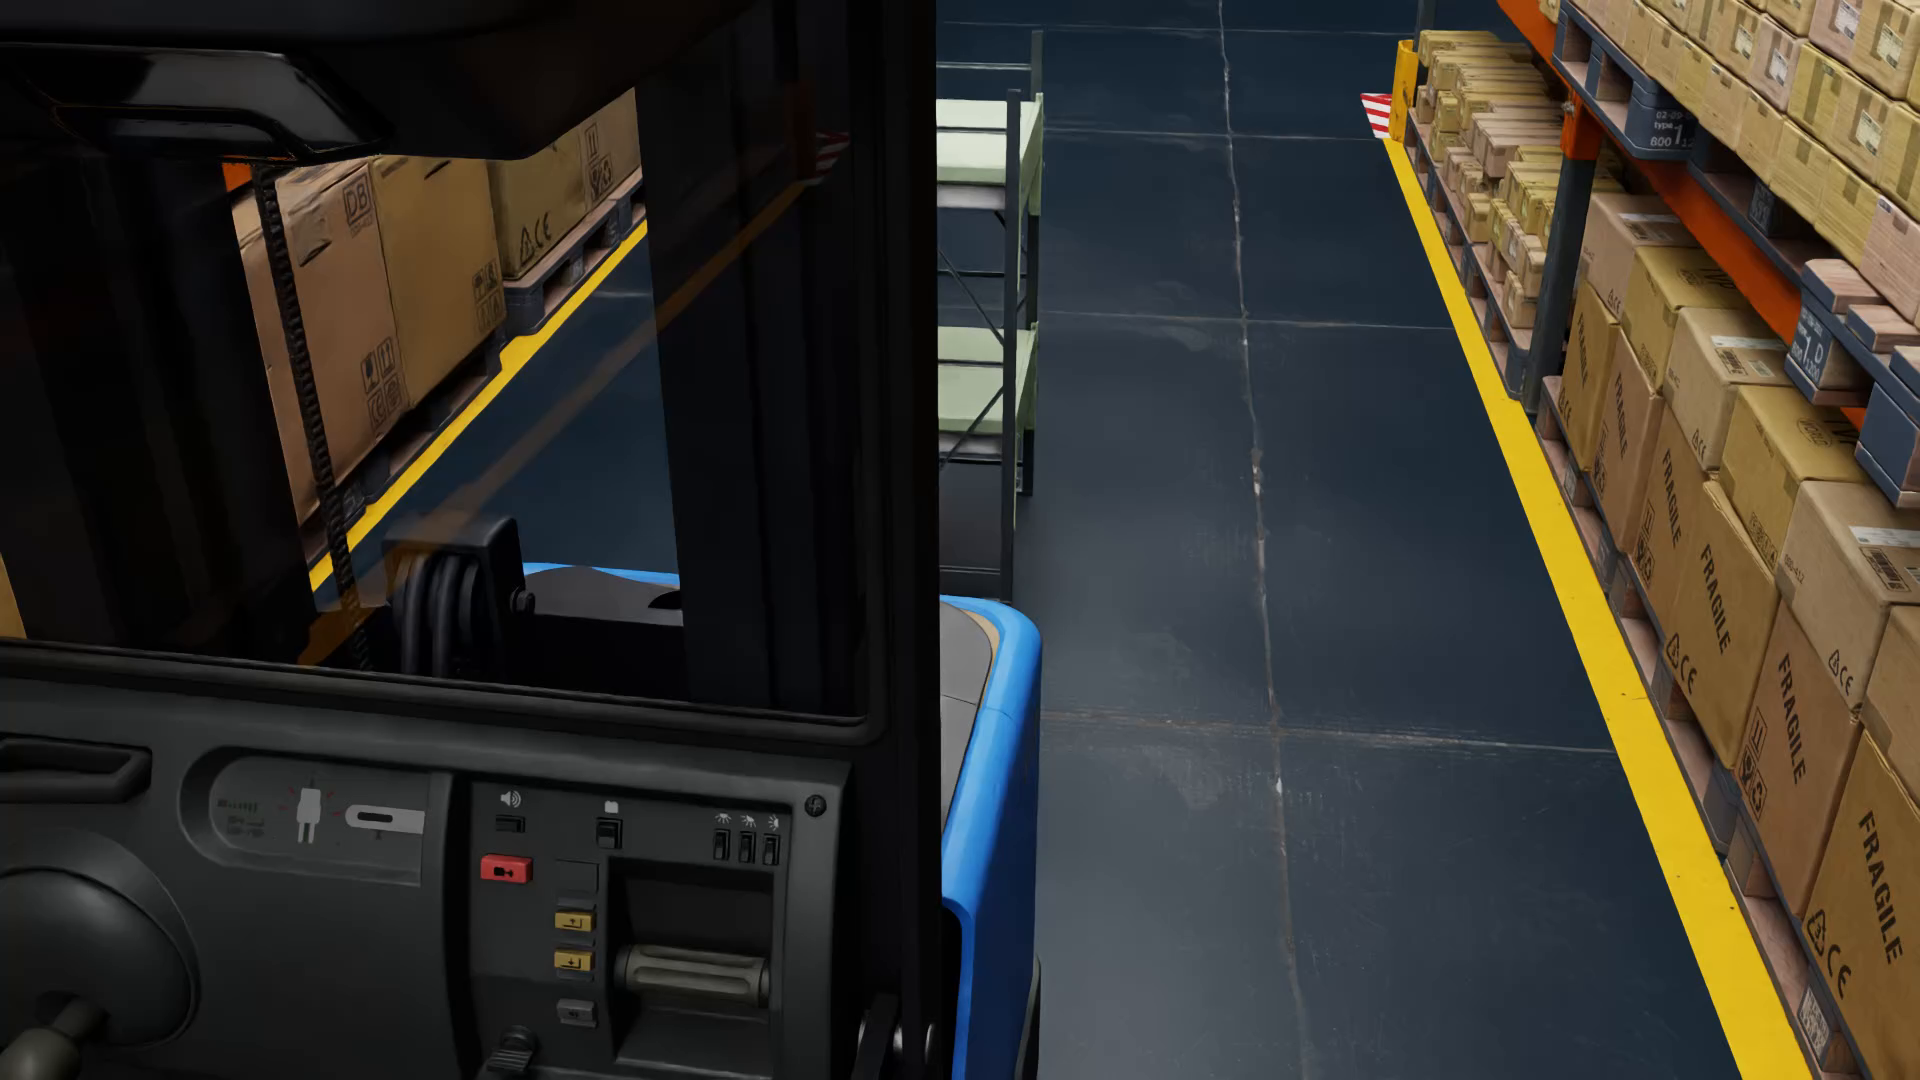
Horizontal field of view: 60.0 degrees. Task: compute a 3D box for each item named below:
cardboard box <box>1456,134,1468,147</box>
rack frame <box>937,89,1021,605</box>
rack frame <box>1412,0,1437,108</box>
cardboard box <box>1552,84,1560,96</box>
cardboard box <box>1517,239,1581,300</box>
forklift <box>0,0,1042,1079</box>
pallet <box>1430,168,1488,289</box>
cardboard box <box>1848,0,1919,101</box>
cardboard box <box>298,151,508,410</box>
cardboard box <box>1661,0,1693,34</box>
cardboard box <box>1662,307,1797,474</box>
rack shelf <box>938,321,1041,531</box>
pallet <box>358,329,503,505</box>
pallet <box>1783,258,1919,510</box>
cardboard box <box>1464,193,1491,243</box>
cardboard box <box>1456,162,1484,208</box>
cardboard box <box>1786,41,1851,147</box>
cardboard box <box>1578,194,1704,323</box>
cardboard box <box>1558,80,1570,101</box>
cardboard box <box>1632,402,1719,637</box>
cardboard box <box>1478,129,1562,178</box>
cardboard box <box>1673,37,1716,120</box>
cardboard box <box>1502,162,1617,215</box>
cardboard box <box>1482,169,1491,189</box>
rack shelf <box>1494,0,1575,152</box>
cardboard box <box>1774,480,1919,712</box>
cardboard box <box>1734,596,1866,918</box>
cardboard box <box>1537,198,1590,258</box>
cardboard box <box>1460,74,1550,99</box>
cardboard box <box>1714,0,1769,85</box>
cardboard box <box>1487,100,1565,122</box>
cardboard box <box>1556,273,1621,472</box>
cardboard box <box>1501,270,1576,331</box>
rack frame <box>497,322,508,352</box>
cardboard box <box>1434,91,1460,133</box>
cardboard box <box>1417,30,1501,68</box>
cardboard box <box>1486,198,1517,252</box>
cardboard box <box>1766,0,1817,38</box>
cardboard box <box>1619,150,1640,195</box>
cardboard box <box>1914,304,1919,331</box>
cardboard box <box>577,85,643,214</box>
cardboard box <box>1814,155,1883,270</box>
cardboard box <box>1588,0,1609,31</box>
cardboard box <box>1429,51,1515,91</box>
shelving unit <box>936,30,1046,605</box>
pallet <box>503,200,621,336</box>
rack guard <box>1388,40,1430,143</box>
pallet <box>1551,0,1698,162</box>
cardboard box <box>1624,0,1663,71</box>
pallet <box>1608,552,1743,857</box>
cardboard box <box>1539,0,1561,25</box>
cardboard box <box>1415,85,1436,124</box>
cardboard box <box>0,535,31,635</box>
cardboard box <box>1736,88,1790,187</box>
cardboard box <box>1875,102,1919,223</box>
[{"bbox_3d":[2.636,-1.877,8.134,0.380,0.149,0.250,3,29,6],"label":"cardboard box"},{"bbox_3d":[-0.046,-0.485,4.569,0.400,1.500,0.023,3,28,6],"label":"rack frame"},{"bbox_3d":[3.069,-3.660,8.881,1.000,3.000,0.127,3,28,6],"label":"rack frame"},{"bbox_3d":[3.225,-2.211,8.440,0.380,0.149,0.250,2,28,4],"label":"cardboard box"},{"bbox_3d":[2.302,-1.004,6.201,0.380,0.149,0.250,4,29,7],"label":"cardboard box"},{"bbox_3d":[-0.601,0.408,1.403,1.130,2.935,3.031,5,29,8],"label":"forklift"},{"bbox_3d":[2.773,-1.443,7.707,1.003,0.211,1.213,3,28,6],"label":"pallet"},{"bbox_3d":[1.788,-0.855,2.869,0.380,0.149,0.250,4,29,8],"label":"cardboard box"},{"bbox_3d":[-2.390,-1.060,5.852,1.225,0.875,0.875,3,29,6],"label":"cardboard box"},{"bbox_3d":[1.951,-1.330,4.065,0.380,0.149,0.250,4,29,8],"label":"cardboard box"},{"bbox_3d":[2.096,-0.368,4.173,0.500,0.250,0.500,4,29,8],"label":"cardboard box"},{"bbox_3d":[-0.001,-0.370,5.043,0.431,0.370,0.720,3,28,6],"label":"rack shelf"},{"bbox_3d":[-2.351,-0.518,5.988,1.003,0.211,1.213,3,28,6],"label":"pallet"},{"bbox_3d":[2.070,-0.151,2.570,1.213,0.211,1.003,3,28,6],"label":"pallet"},{"bbox_3d":[2.415,-1.398,7.246,0.380,0.149,0.250,3,28,6],"label":"cardboard box"},{"bbox_3d":[2.511,-1.633,7.681,0.380,0.149,0.250,3,28,6],"label":"cardboard box"},{"bbox_3d":[1.822,-0.843,3.160,0.380,0.149,0.250,3,28,6],"label":"cardboard box"},{"bbox_3d":[2.226,-0.859,5.084,0.500,0.250,0.500,2,28,4],"label":"cardboard box"},{"bbox_3d":[3.167,-2.225,8.153,0.380,0.149,0.250,2,28,4],"label":"cardboard box"},{"bbox_3d":[2.111,-0.032,4.340,0.500,0.500,0.500,4,29,7],"label":"cardboard box"},{"bbox_3d":[2.430,-1.642,7.071,0.380,0.149,0.250,2,28,4],"label":"cardboard box"},{"bbox_3d":[1.919,-1.078,3.910,0.380,0.149,0.250,3,28,5],"label":"cardboard box"},{"bbox_3d":[2.379,-1.391,6.606,0.380,0.149,0.250,3,28,6],"label":"cardboard box"},{"bbox_3d":[2.531,-1.618,7.340,0.380,0.149,0.250,2,28,4],"label":"cardboard box"},{"bbox_3d":[2.824,-2.402,7.304,1.077,0.370,4.000,3,28,6],"label":"rack shelf"},{"bbox_3d":[1.963,0.116,3.274,0.500,0.250,0.500,4,29,7],"label":"cardboard box"},{"bbox_3d":[1.977,0.452,3.440,0.500,0.500,0.500,4,29,8],"label":"cardboard box"},{"bbox_3d":[2.364,-1.151,6.160,0.380,0.149,0.250,4,29,8],"label":"cardboard box"},{"bbox_3d":[2.603,-2.125,7.968,0.380,0.149,0.250,4,29,8],"label":"cardboard box"},{"bbox_3d":[1.884,-1.087,3.614,0.380,0.149,0.250,3,28,5],"label":"cardboard box"},{"bbox_3d":[2.590,-1.880,7.513,0.380,0.149,0.250,3,29,6],"label":"cardboard box"},{"bbox_3d":[2.225,-0.529,5.262,0.500,0.500,0.500,4,29,8],"label":"cardboard box"},{"bbox_3d":[2.288,-0.911,6.342,0.380,0.149,0.250,4,29,7],"label":"cardboard box"},{"bbox_3d":[-2.332,-2.113,6.009,1.000,3.000,0.127,3,28,6],"label":"rack frame"},{"bbox_3d":[2.579,-2.128,8.287,0.380,0.149,0.250,4,29,8],"label":"cardboard box"},{"bbox_3d":[2.667,-2.625,8.895,0.380,0.149,0.250,2,28,4],"label":"cardboard box"},{"bbox_3d":[2.338,-1.260,6.675,0.380,0.149,0.250,2,28,4],"label":"cardboard box"},{"bbox_3d":[1.854,-1.096,3.317,0.380,0.149,0.250,5,29,9],"label":"cardboard box"},{"bbox_3d":[2.910,-1.491,6.791,0.380,0.149,0.250,3,28,5],"label":"cardboard box"},{"bbox_3d":[1.725,-0.344,2.548,0.380,0.149,0.250,3,28,6],"label":"cardboard box"},{"bbox_3d":[-2.061,-2.092,7.768,0.875,0.875,0.875,3,28,6],"label":"cardboard box"},{"bbox_3d":[1.790,-0.582,2.990,0.380,0.149,0.250,3,28,6],"label":"cardboard box"},{"bbox_3d":[2.046,-1.562,4.808,0.380,0.149,0.250,4,29,7],"label":"cardboard box"},{"bbox_3d":[2.595,-2.377,8.435,0.380,0.149,0.250,3,28,6],"label":"cardboard box"},{"bbox_3d":[-0.001,-0.657,4.888,0.431,1.500,0.755,3,28,6],"label":"shelving unit"},{"bbox_3d":[-2.161,-1.238,7.326,1.003,0.211,1.213,3,28,6],"label":"pallet"},{"bbox_3d":[3.059,-2.524,9.407,1.175,0.500,0.348,3,28,6],"label":"rack guard"},{"bbox_3d":[2.341,-1.341,4.779,1.003,0.211,1.213,3,28,6],"label":"pallet"},{"bbox_3d":[1.979,-1.326,4.371,0.380,0.149,0.250,4,29,7],"label":"cardboard box"},{"bbox_3d":[2.338,0.393,4.298,1.003,0.211,1.213,3,28,6],"label":"pallet"},{"bbox_3d":[2.305,-1.942,5.957,0.380,0.149,0.250,3,28,5],"label":"cardboard box"},{"bbox_3d":[2.687,-2.362,9.034,0.380,0.149,0.250,4,29,7],"label":"cardboard box"},{"bbox_3d":[-2.717,0.197,3.519,1.225,0.875,0.875,2,28,4],"label":"cardboard box"},{"bbox_3d":[1.855,-0.831,3.451,0.380,0.149,0.250,4,29,8],"label":"cardboard box"},{"bbox_3d":[1.758,-0.608,2.724,0.380,0.149,0.250,4,29,7],"label":"cardboard box"}]
